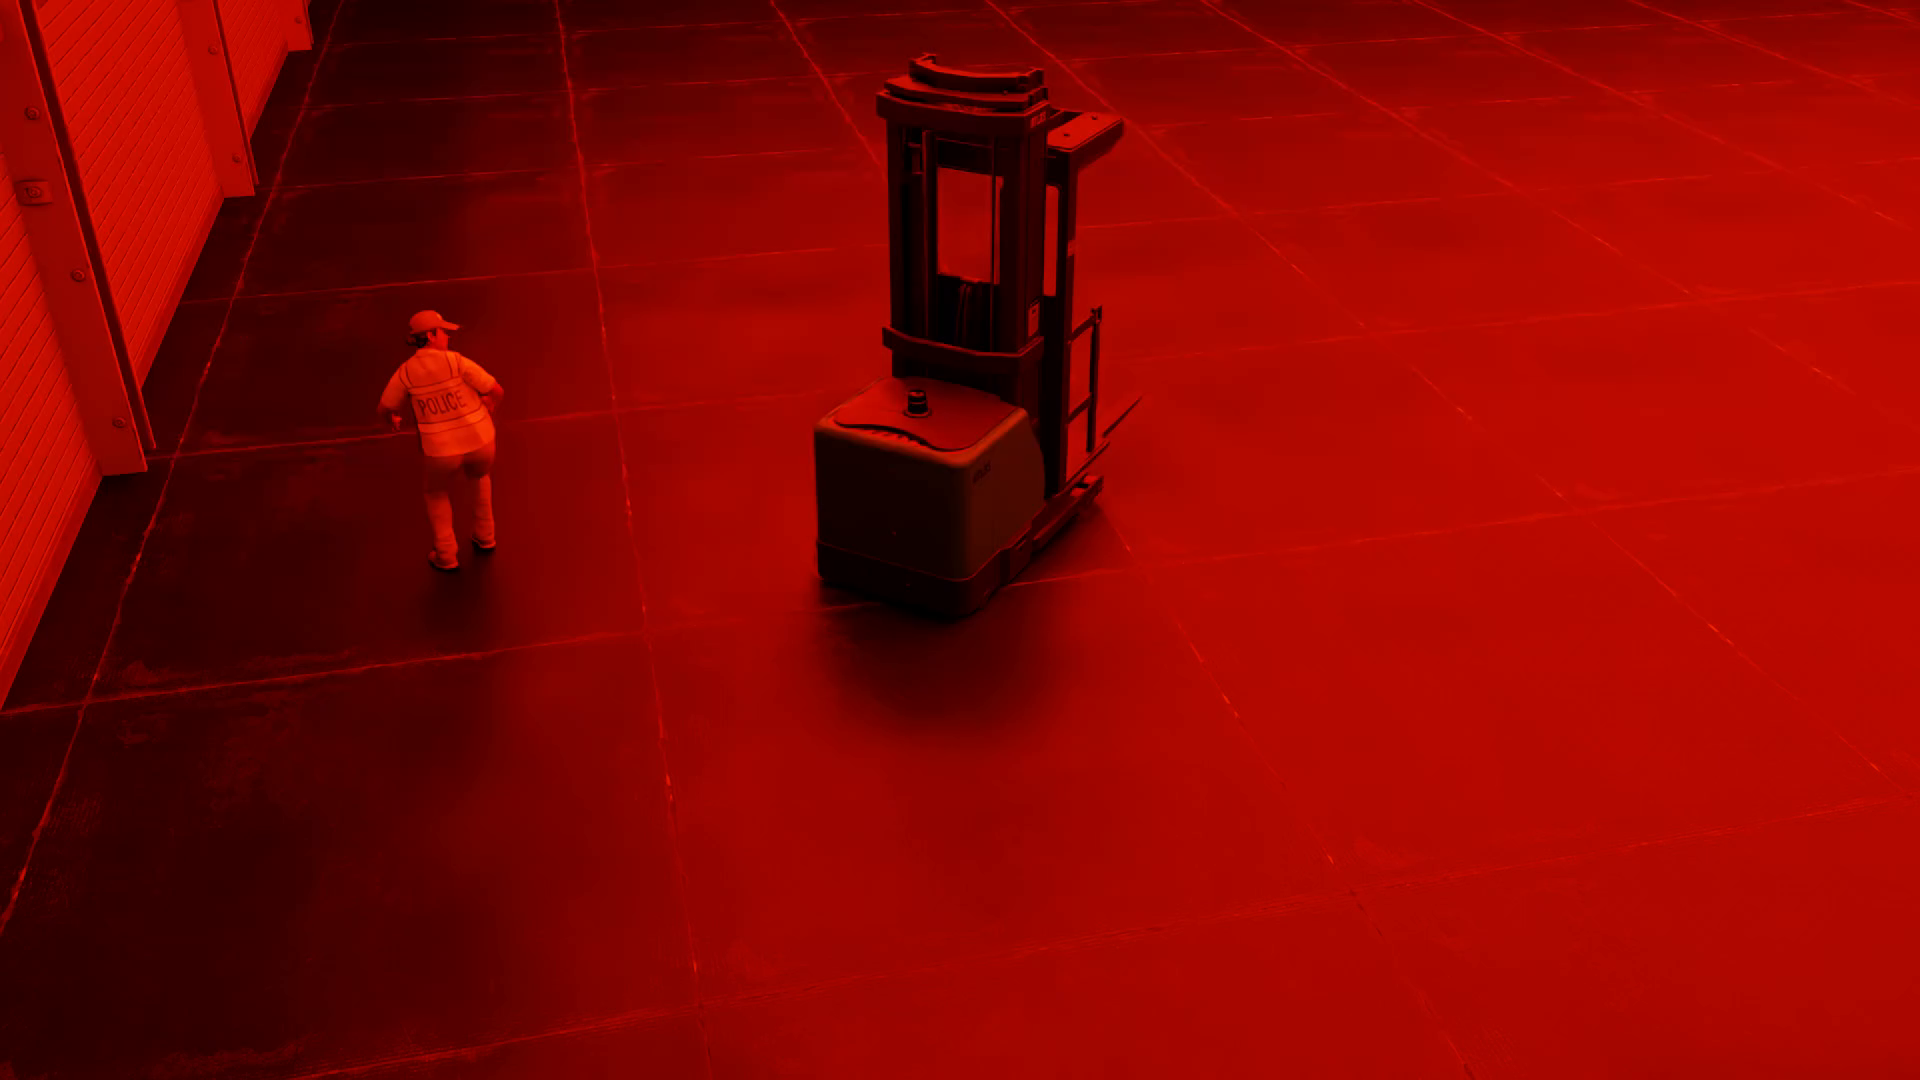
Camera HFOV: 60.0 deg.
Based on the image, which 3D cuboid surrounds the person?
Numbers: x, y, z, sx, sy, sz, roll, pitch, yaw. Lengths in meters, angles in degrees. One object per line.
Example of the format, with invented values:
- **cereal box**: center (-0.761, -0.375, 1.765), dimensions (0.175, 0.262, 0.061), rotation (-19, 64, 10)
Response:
- **person**: center (-3.080, -0.603, 9.983), dimensions (0.720, 1.619, 0.597), rotation (-11, 32, -18)

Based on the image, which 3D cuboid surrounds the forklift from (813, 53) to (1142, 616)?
- **forklift**: center (0.286, -1.539, 10.234), dimensions (1.130, 2.935, 3.031), rotation (15, 33, 24)
